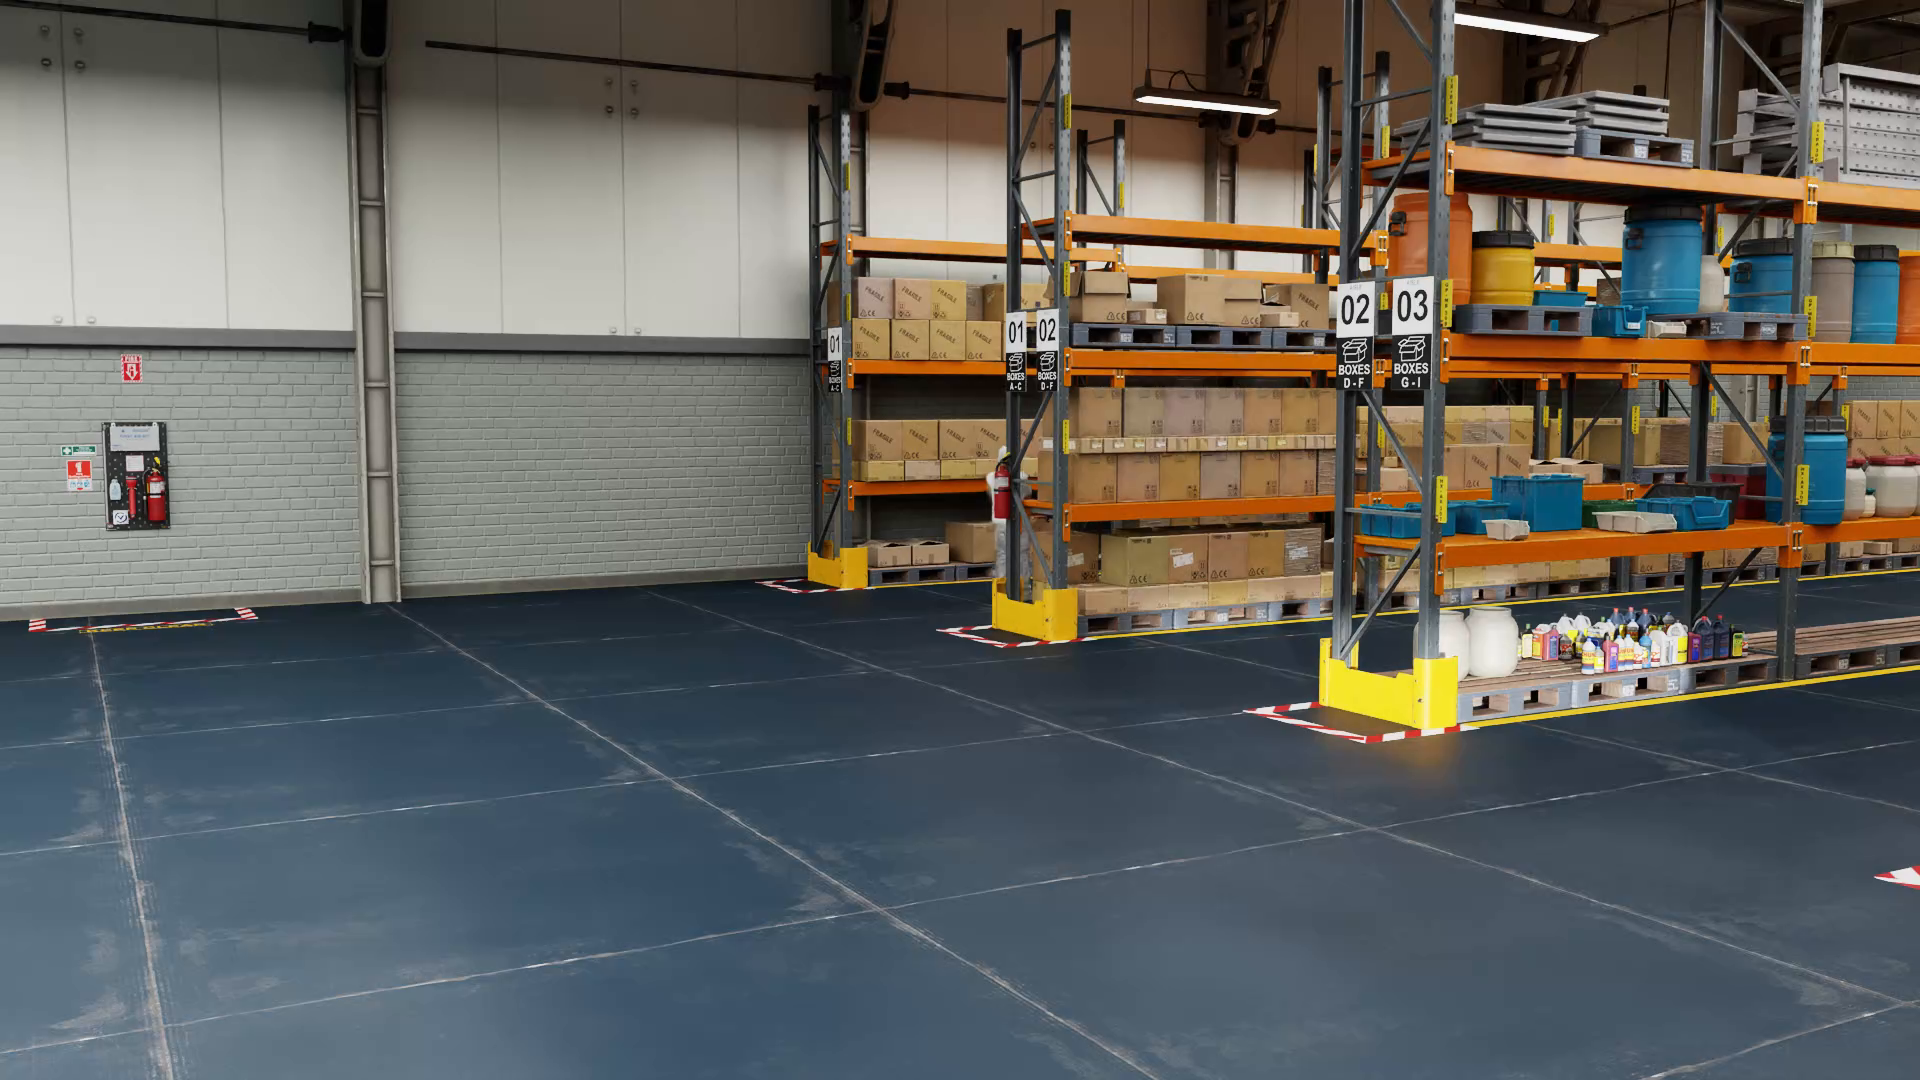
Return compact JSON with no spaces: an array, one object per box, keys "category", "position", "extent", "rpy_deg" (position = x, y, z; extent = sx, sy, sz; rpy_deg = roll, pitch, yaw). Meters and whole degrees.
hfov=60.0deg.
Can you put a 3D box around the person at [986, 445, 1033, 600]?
[{"category":"person","position":[0.614,-0.202,19.296],"extent":[0.585,1.787,0.499],"rpy_deg":[2,5,19]}]
